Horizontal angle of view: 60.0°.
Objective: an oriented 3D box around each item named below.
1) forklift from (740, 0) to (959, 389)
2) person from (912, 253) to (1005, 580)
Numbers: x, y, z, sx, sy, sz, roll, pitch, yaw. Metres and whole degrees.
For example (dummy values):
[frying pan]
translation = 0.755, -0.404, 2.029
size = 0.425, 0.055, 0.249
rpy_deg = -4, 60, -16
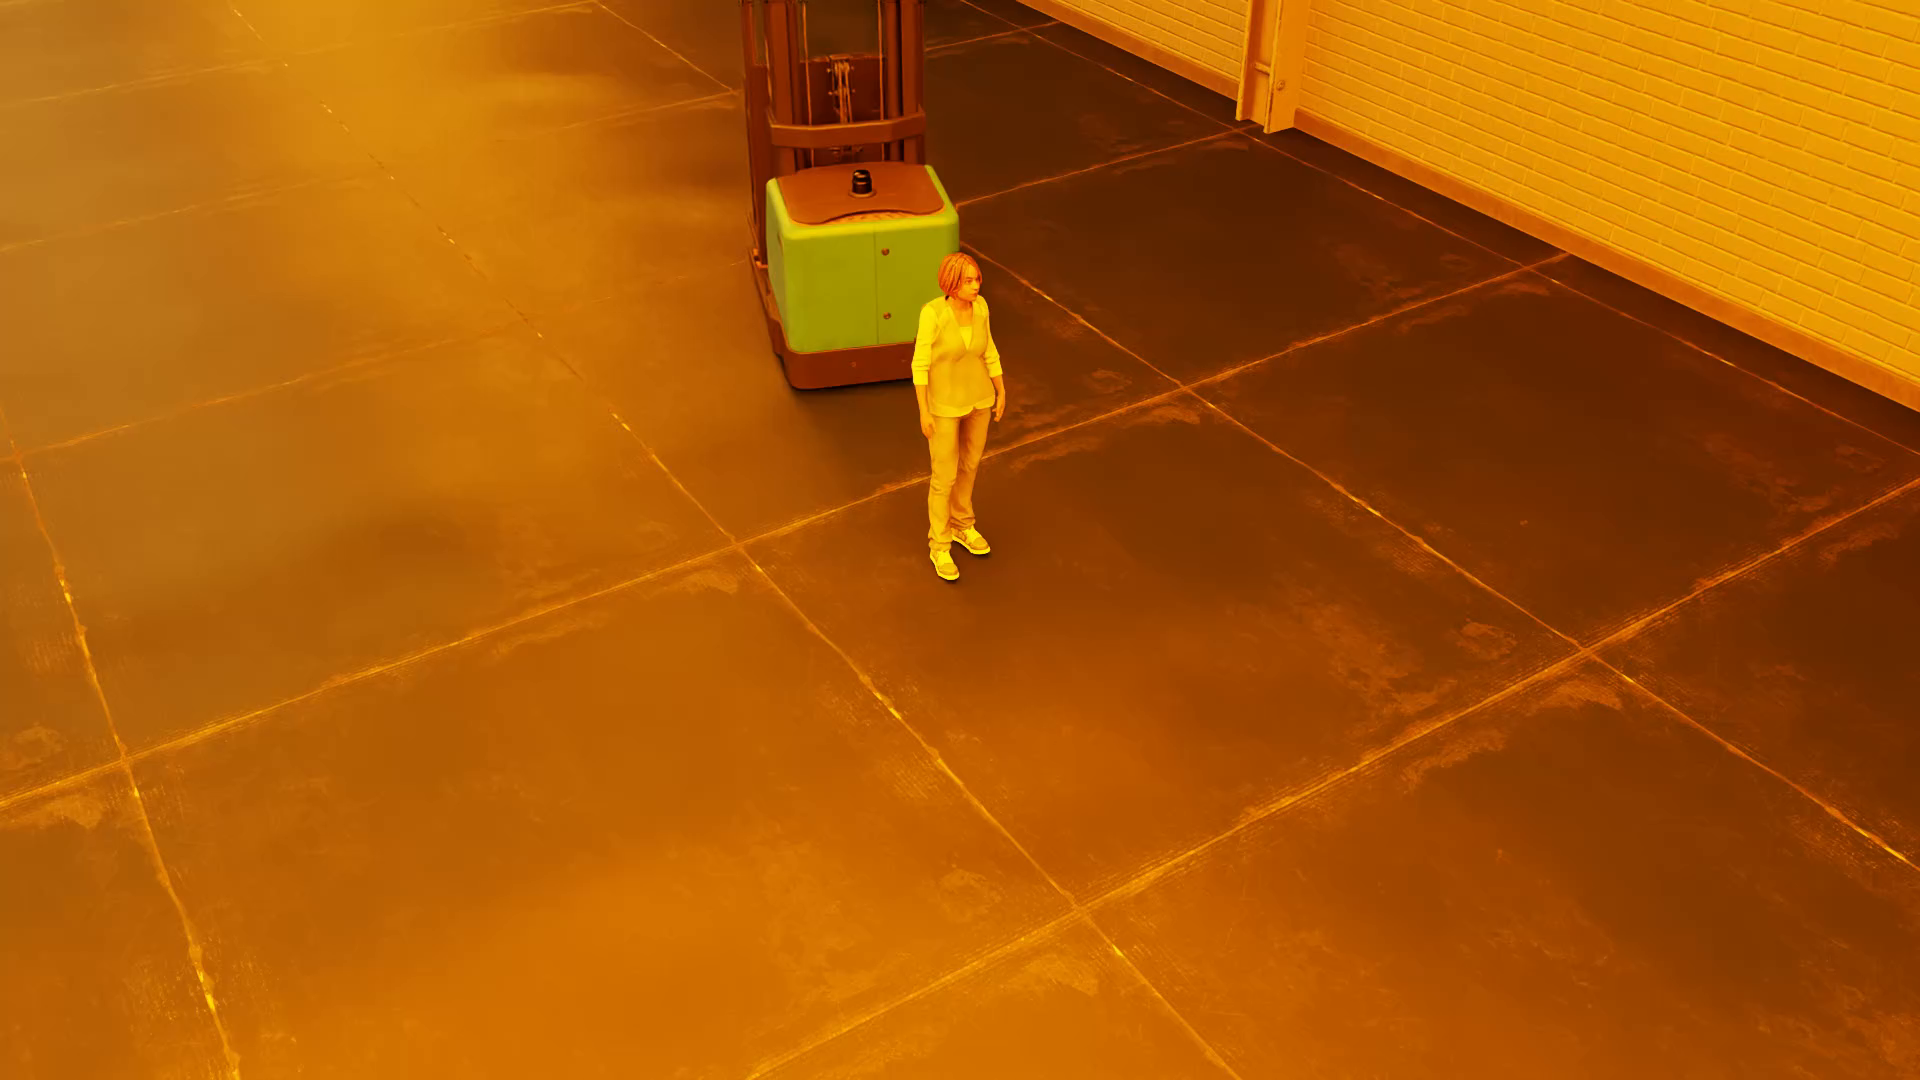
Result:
[forklift]
translation = -0.813, -2.936, 10.326
size = 1.130, 2.935, 3.031
rpy_deg = -7, 36, -10
[person]
translation = 0.029, -0.619, 8.176
size = 0.520, 1.599, 0.473
rpy_deg = -21, 40, -27
